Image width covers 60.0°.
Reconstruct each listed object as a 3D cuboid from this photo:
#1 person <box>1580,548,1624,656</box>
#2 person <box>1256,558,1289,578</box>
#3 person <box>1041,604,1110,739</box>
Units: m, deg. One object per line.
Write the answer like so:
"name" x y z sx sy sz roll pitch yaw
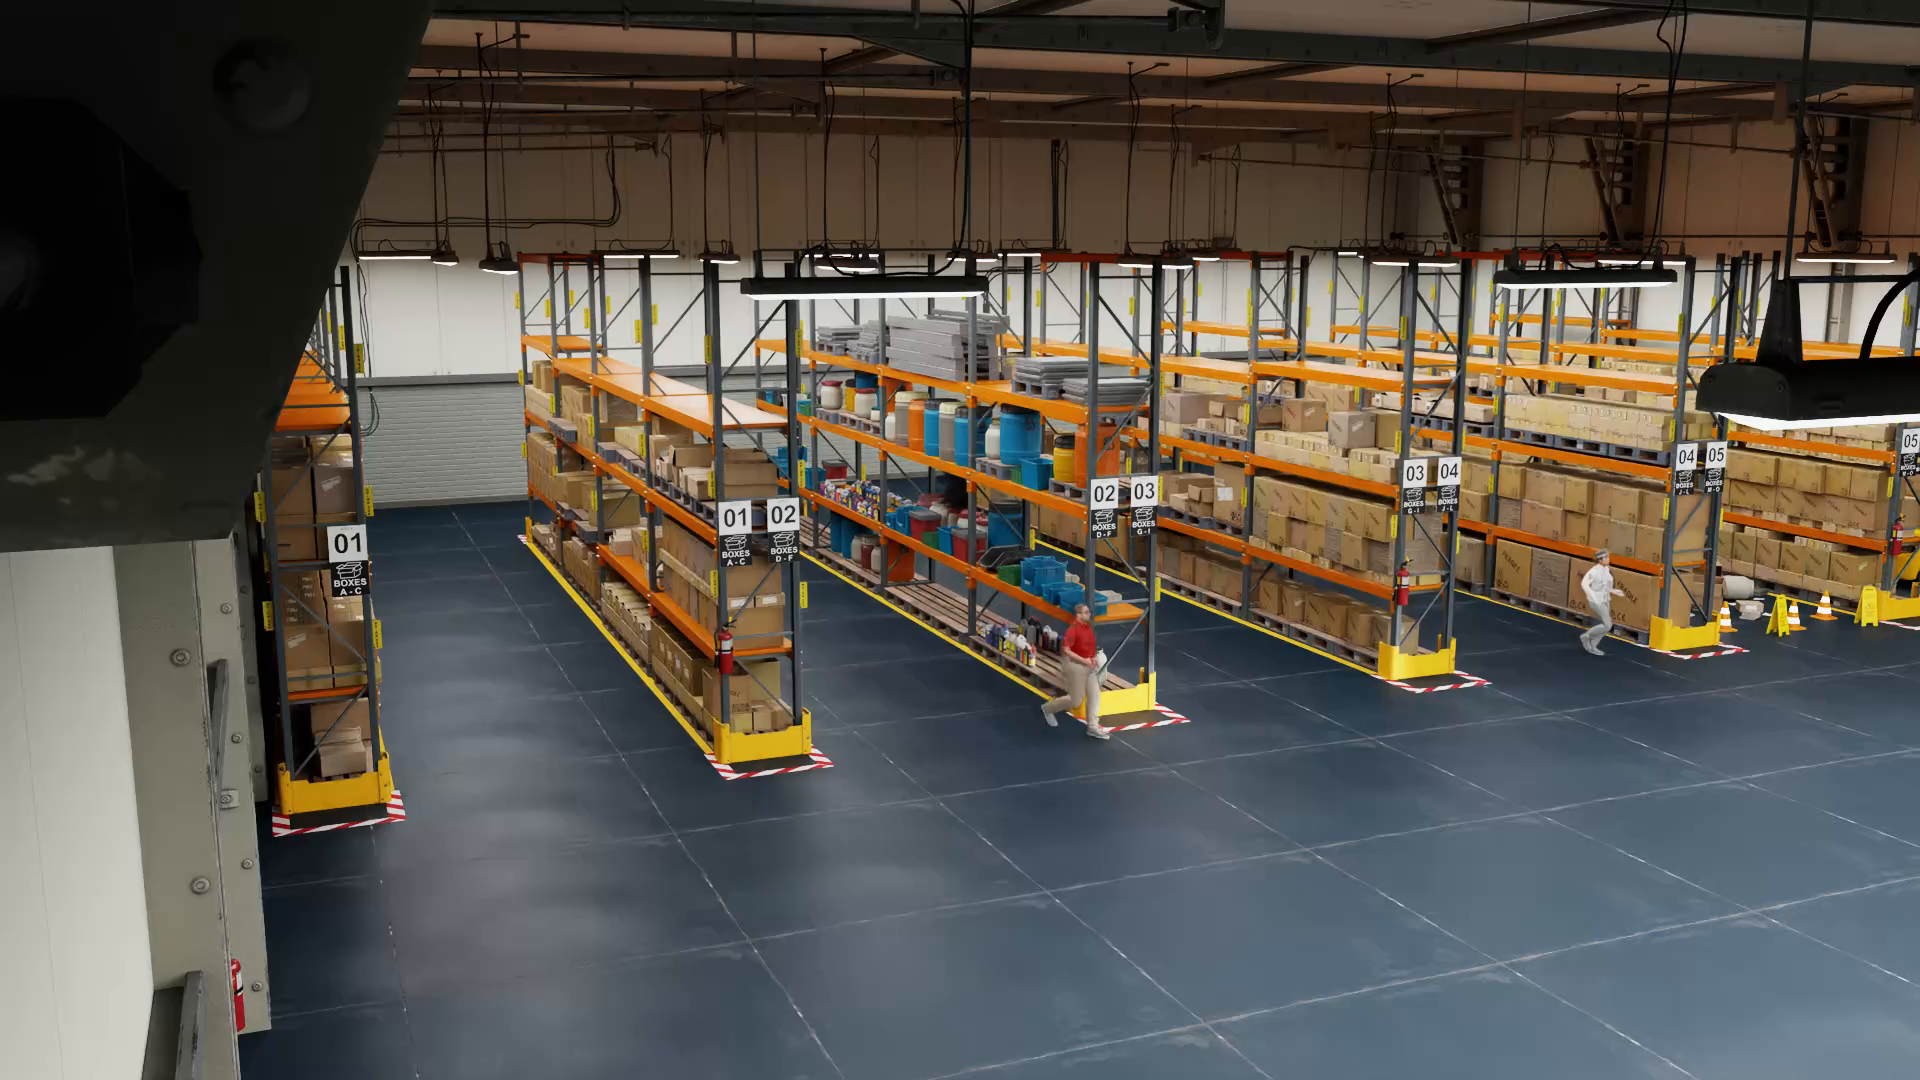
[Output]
"person" 9.780 0.942 25.323 0.540 1.652 0.637 10 14 43
"person" 5.936 -0.134 30.904 0.674 1.834 0.929 -5 12 -26
"person" 1.524 1.659 21.267 0.923 1.722 0.690 6 12 29
